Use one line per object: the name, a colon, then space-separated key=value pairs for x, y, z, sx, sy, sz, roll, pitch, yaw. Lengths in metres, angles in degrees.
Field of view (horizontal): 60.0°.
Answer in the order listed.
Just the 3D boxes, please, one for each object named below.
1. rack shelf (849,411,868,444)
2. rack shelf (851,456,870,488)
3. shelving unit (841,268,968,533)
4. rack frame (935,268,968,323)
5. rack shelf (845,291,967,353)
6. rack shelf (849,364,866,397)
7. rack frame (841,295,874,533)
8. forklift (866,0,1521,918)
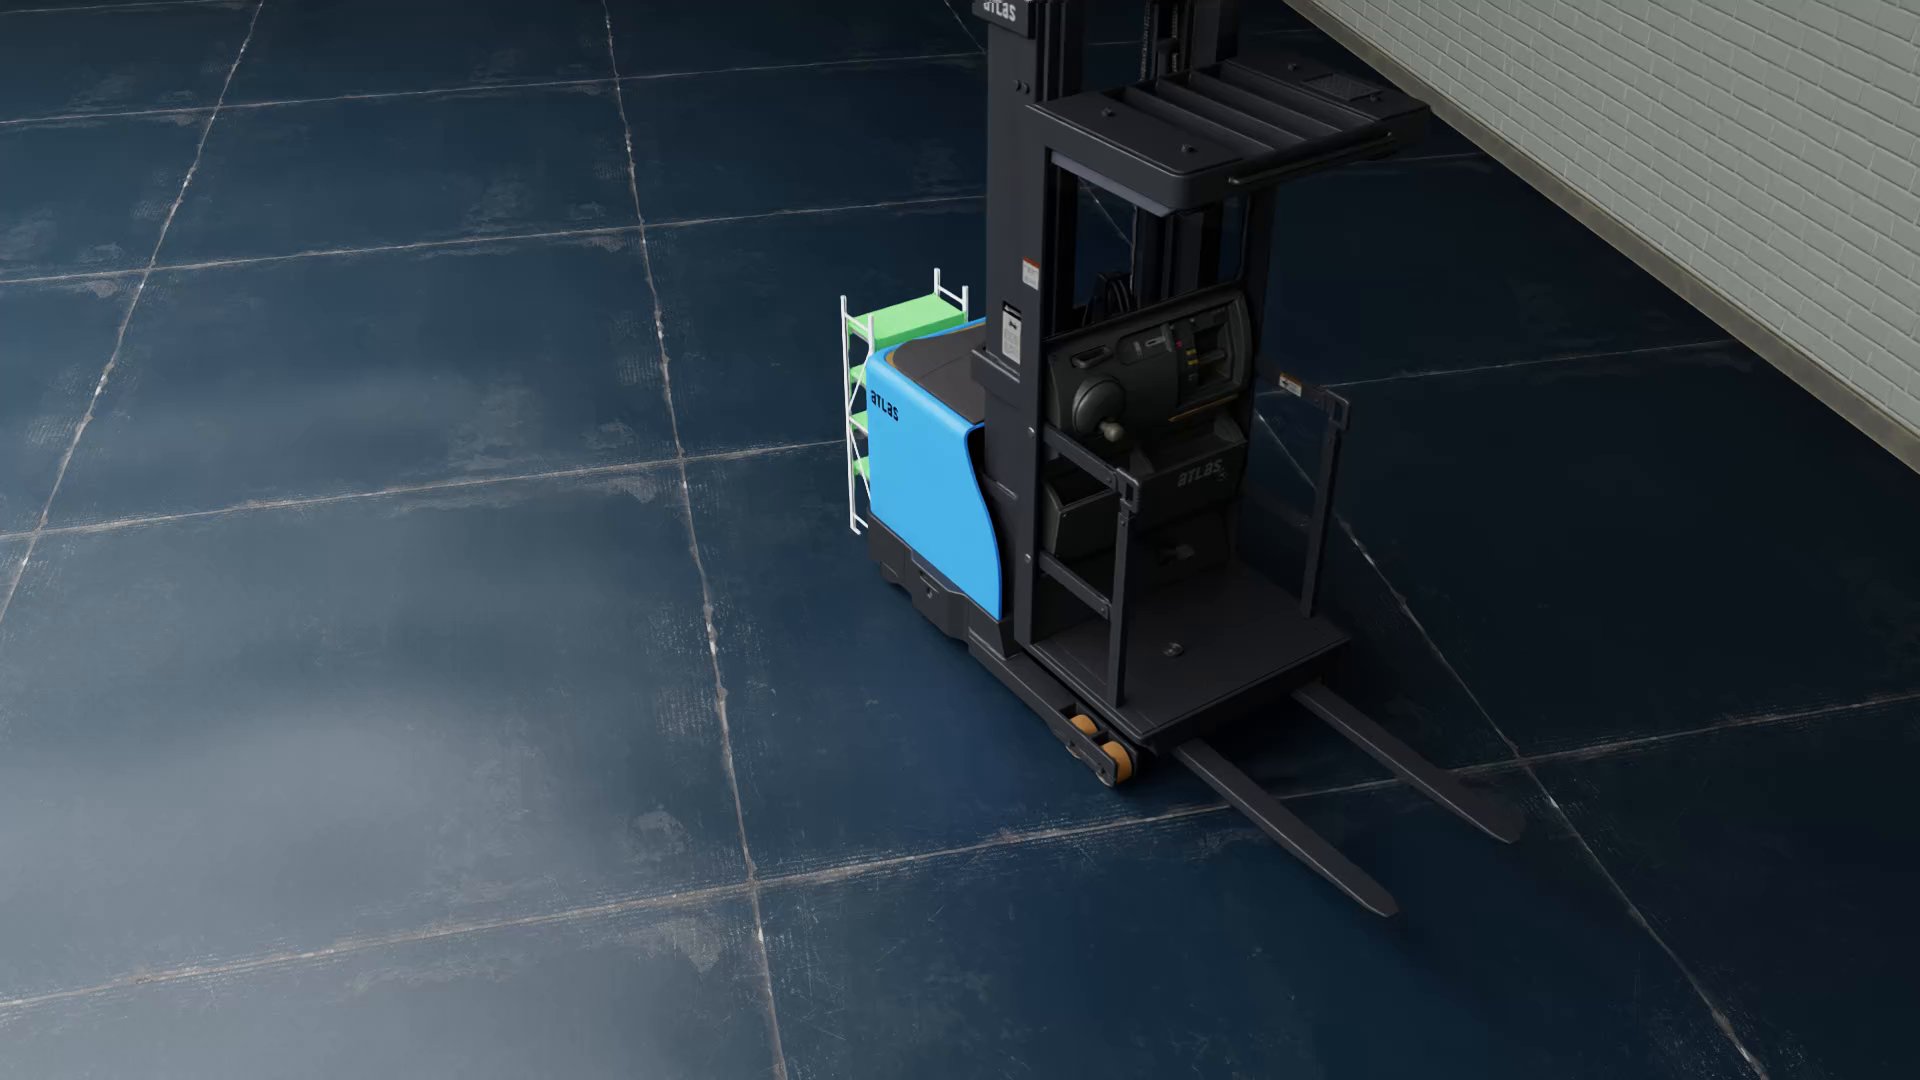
rack shelf: x=-0.238 y=-0.525 z=7.571 sx=0.480 sy=0.148 sz=0.258 roll=-21 pitch=39 yaw=-28
rack shelf: x=-0.238 y=-0.326 z=7.705 sx=0.480 sy=0.148 sz=0.258 roll=-21 pitch=39 yaw=-28
shelving unit: x=-0.238 y=-0.579 z=7.535 sx=0.503 sy=1.200 sz=0.258 roll=-21 pitch=39 yaw=-28
rack frame: x=-0.038 y=-0.656 z=7.651 sx=0.015 sy=1.200 sz=0.240 roll=-21 pitch=39 yaw=-28
rack shelf: x=-0.238 y=-0.924 z=7.303 sx=0.480 sy=0.148 sz=0.258 roll=-21 pitch=39 yaw=-28
rack shelf: x=-0.238 y=-0.725 z=7.437 sx=0.480 sy=0.148 sz=0.258 roll=-21 pitch=39 yaw=-28
rack frame: x=-0.439 y=-0.501 z=7.419 sx=0.015 sy=1.200 sz=0.240 roll=-21 pitch=39 yaw=-28
forklift: x=0.833 y=-0.586 z=5.993 sx=1.130 sy=2.935 sz=3.031 roll=-21 pitch=39 yaw=-28
